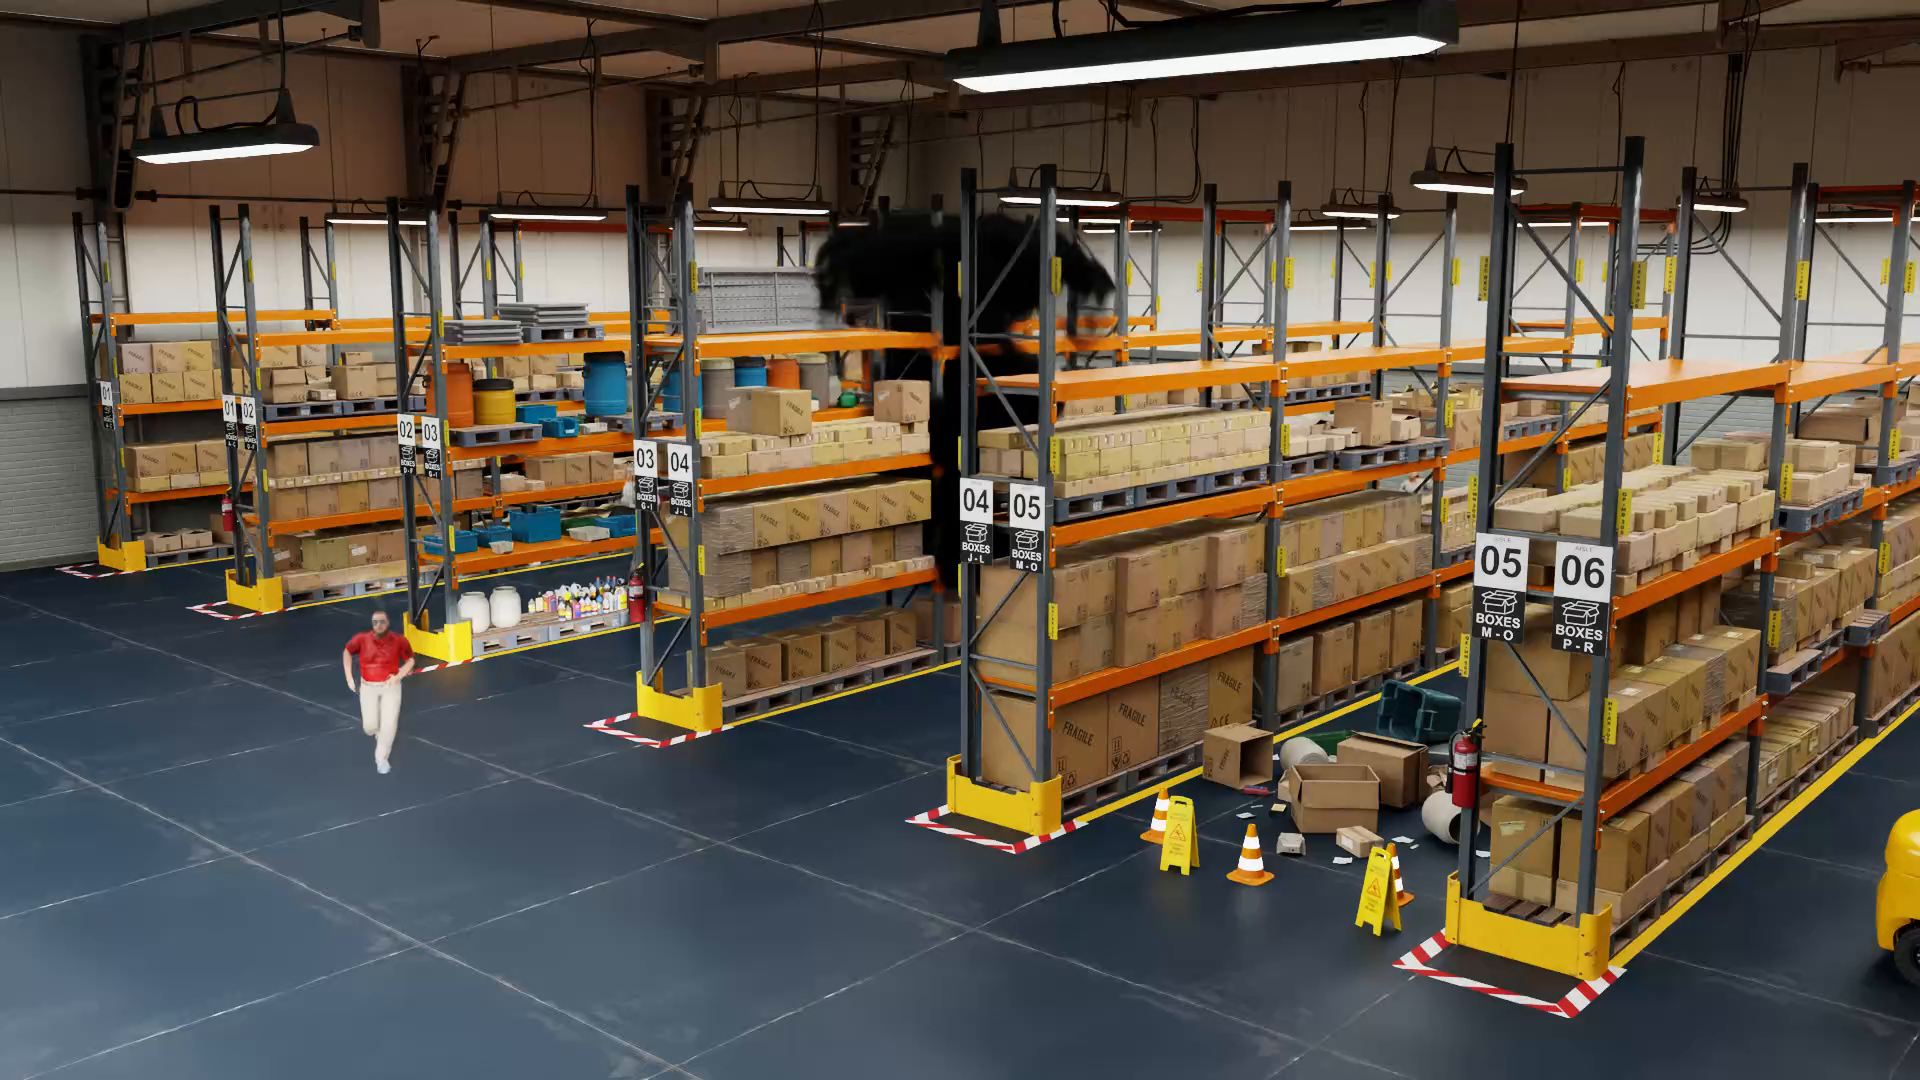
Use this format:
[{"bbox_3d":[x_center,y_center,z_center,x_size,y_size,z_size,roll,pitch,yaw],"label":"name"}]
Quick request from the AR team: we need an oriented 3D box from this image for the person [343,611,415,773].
[{"bbox_3d":[-5.958,1.578,17.100,0.702,1.614,0.705,-2,10,-14],"label":"person"}]

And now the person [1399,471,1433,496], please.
[{"bbox_3d":[7.968,-0.484,29.170,0.565,1.671,0.888,6,11,33],"label":"person"}]

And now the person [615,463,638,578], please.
[{"bbox_3d":[-5.162,-0.329,26.511,0.594,1.803,0.723,8,13,41],"label":"person"}]
